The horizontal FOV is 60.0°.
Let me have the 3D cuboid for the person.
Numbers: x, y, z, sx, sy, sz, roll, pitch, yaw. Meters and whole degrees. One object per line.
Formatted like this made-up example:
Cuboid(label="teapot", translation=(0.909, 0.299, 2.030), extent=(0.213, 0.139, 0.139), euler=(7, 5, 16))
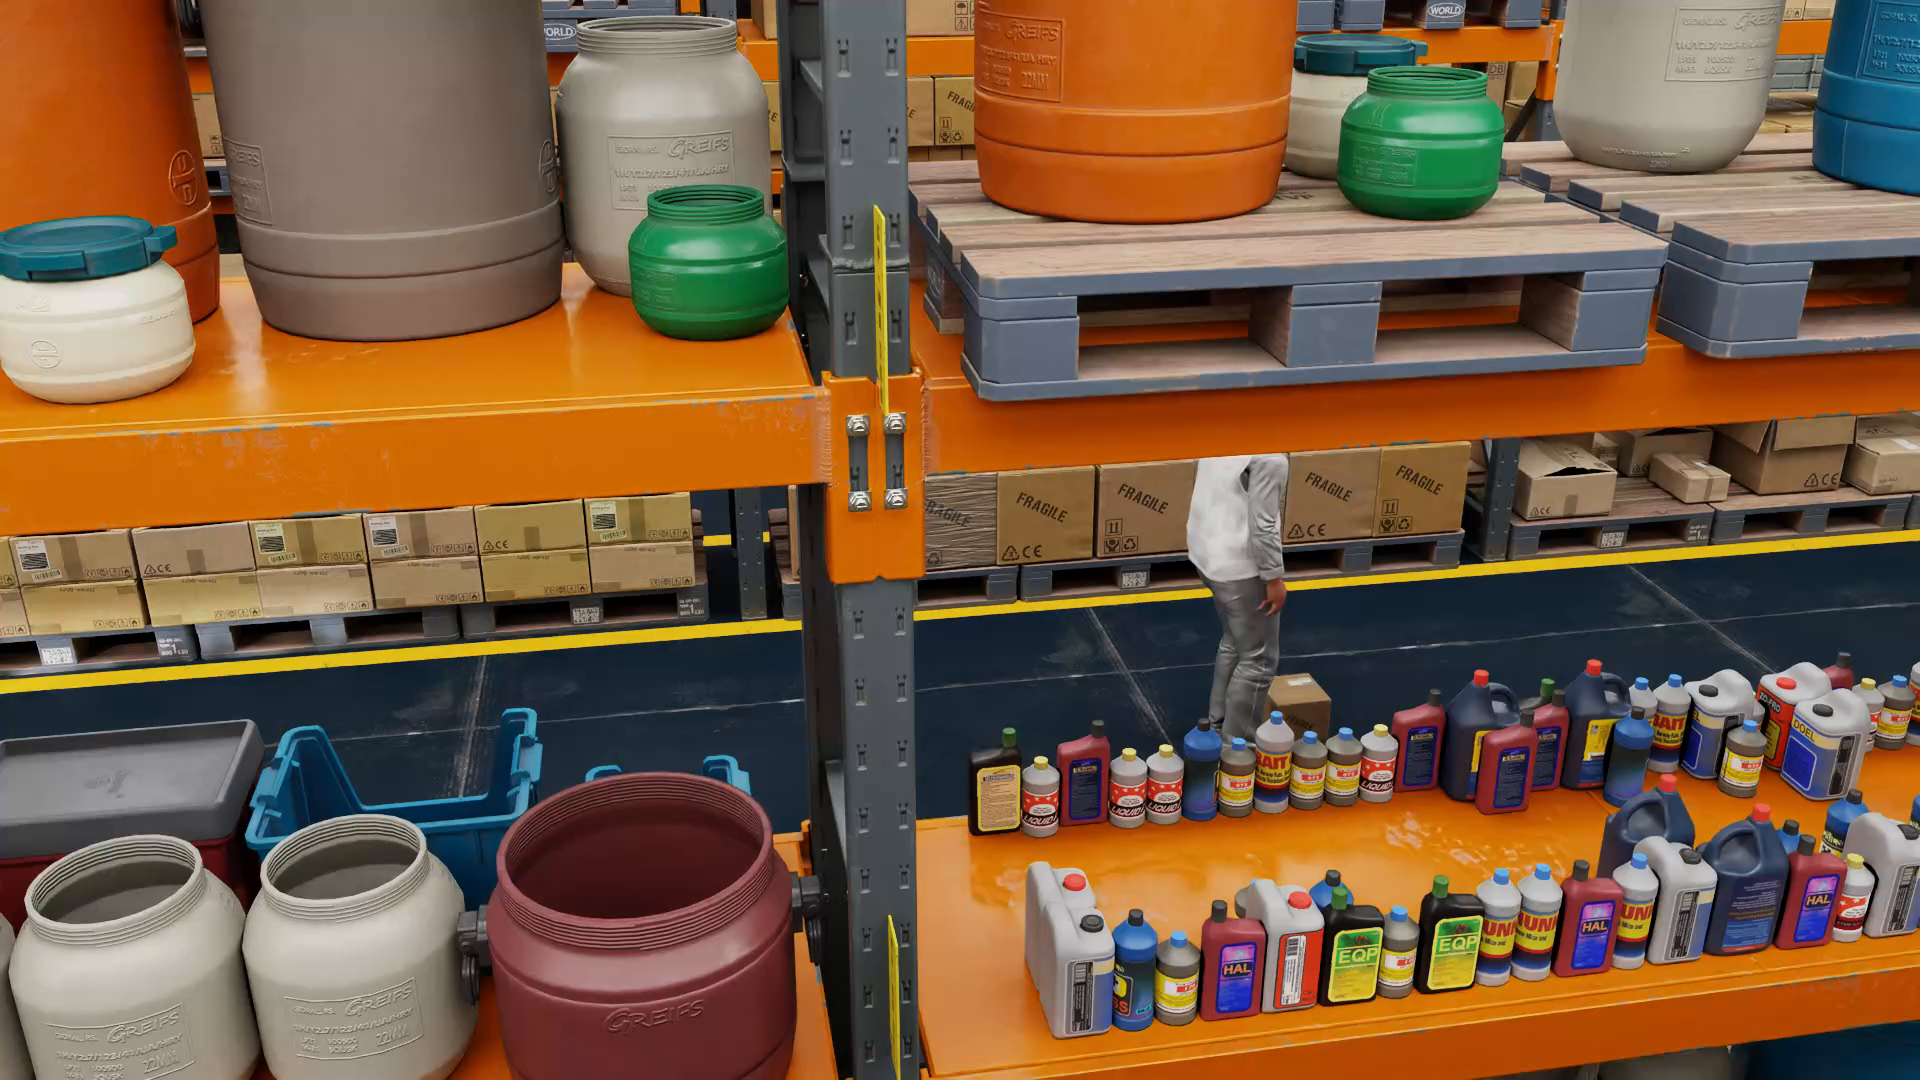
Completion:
Cuboid(label="person", translation=(1.184, 0.077, 6.884), extent=(0.476, 1.770, 0.586), euler=(-6, 24, -13))
